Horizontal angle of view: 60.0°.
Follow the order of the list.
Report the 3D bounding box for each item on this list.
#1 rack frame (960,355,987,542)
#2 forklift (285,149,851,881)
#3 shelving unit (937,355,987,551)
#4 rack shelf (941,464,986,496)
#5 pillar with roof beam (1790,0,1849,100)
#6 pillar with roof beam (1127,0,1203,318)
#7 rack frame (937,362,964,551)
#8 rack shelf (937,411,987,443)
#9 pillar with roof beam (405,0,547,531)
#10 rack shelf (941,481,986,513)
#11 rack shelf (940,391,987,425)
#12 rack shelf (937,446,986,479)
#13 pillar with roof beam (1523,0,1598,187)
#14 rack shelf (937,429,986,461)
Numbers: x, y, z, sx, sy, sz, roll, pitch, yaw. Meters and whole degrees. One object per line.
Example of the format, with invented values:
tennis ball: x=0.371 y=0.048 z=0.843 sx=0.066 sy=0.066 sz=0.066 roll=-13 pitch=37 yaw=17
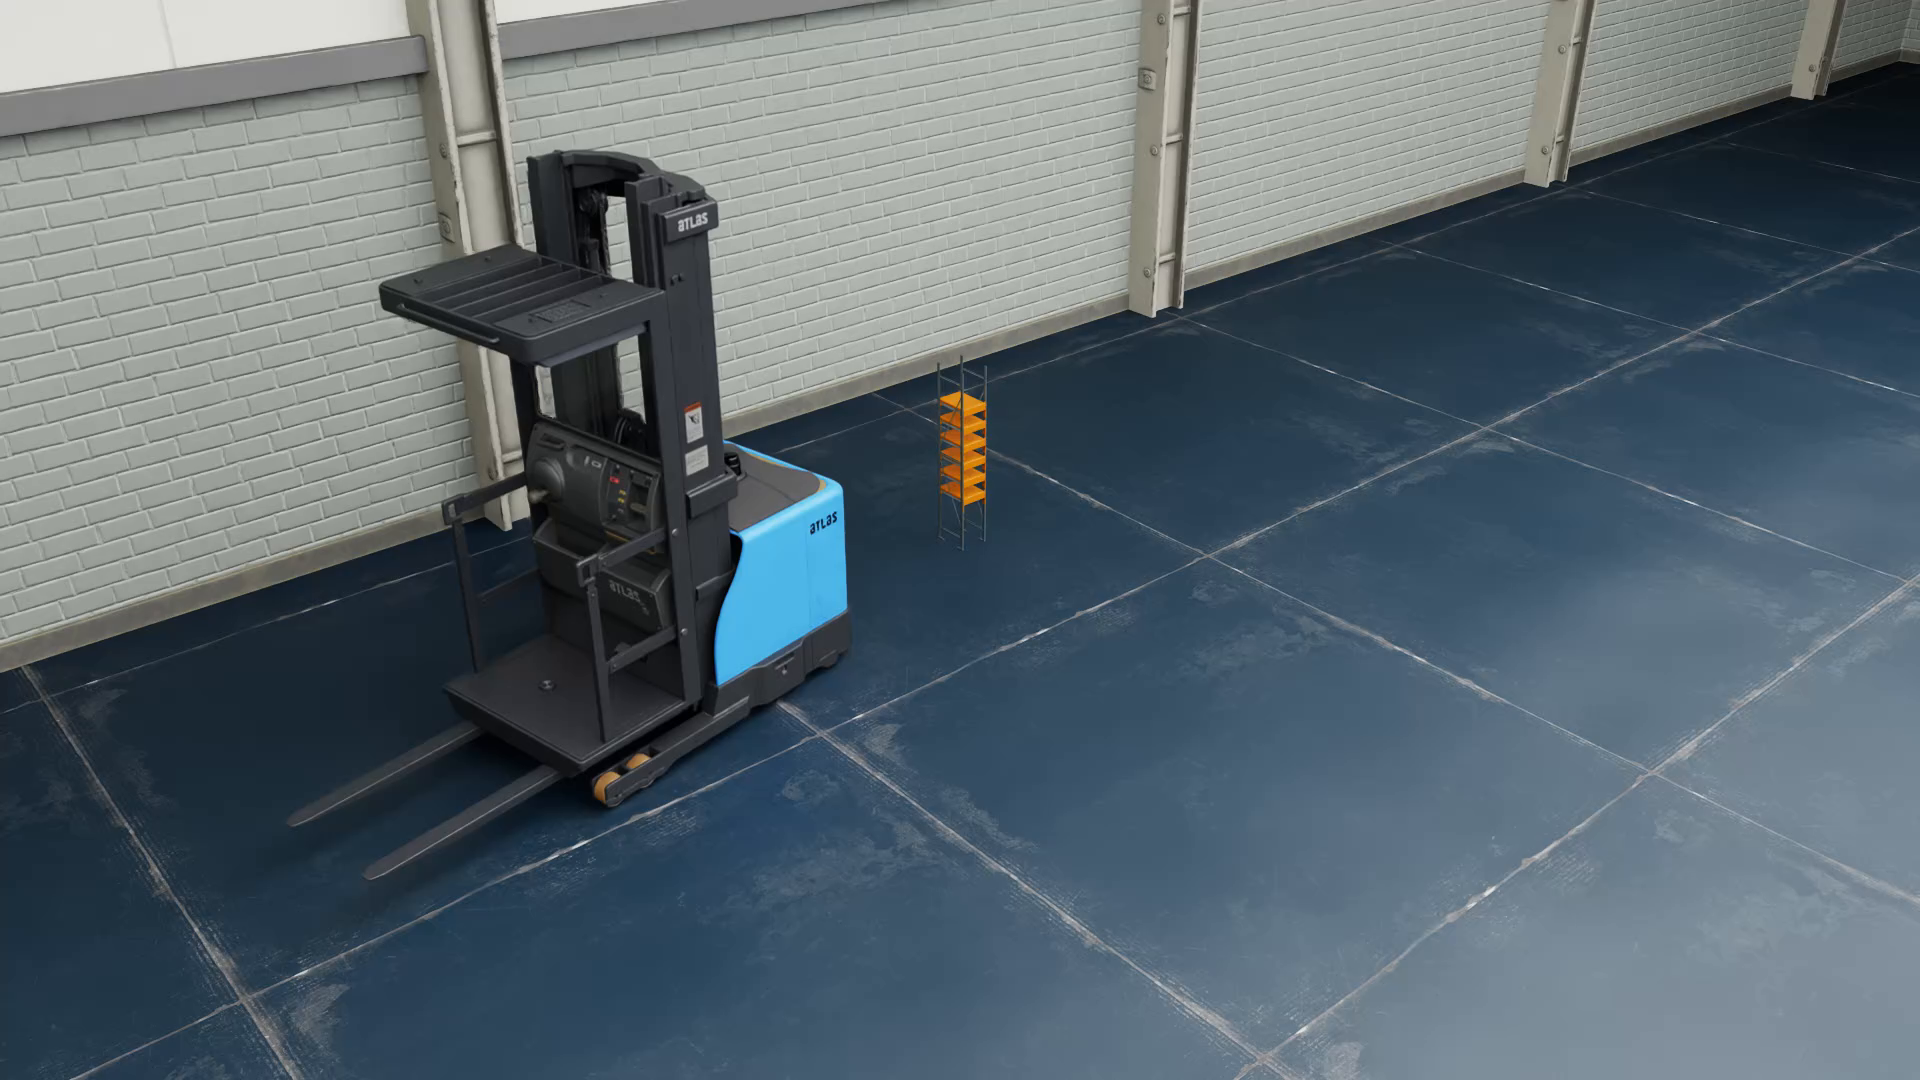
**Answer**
rack frame: x=0.081 y=-0.562 z=10.386 sx=0.006 sy=1.200 sz=0.240 roll=-22 pitch=35 yaw=-35
forklift: x=-1.923 y=-0.250 z=7.967 sx=1.130 sy=2.935 sz=3.031 roll=21 pitch=34 yaw=33
shelving unit: x=0.011 y=-0.534 z=10.334 sx=0.189 sy=1.200 sz=0.258 roll=-22 pitch=35 yaw=-35
rack shelf: x=0.011 y=-0.389 z=10.411 sx=0.180 sy=0.103 sz=0.258 roll=-22 pitch=35 yaw=-35
pillar with roof beam: x=13.605 y=-8.103 z=16.223 sx=0.400 sy=9.000 sz=9.100 roll=-22 pitch=35 yaw=-35
pillar with roof beam: x=4.476 y=-4.432 z=9.354 sx=0.400 sy=9.000 sz=9.100 roll=-22 pitch=35 yaw=-35
rack frame: x=-0.059 y=-0.506 z=10.281 sx=0.006 sy=1.200 sz=0.240 roll=-22 pitch=35 yaw=-35
rack shelf: x=0.011 y=-0.706 z=10.242 sx=0.180 sy=0.103 sz=0.258 roll=-22 pitch=35 yaw=-35
pillar with roof beam: x=-0.089 y=-2.597 z=5.919 sx=0.400 sy=9.000 sz=9.100 roll=-22 pitch=35 yaw=-35
rack shelf: x=0.011 y=-0.283 z=10.468 sx=0.180 sy=0.103 sz=0.258 roll=-22 pitch=35 yaw=-35
rack shelf: x=0.011 y=-0.812 z=10.185 sx=0.180 sy=0.103 sz=0.258 roll=-22 pitch=35 yaw=-35
rack shelf: x=0.011 y=-0.494 z=10.355 sx=0.180 sy=0.103 sz=0.258 roll=-22 pitch=35 yaw=-35
pillar with roof beam: x=9.040 y=-6.267 z=12.789 sx=0.400 sy=9.000 sz=9.100 roll=-22 pitch=35 yaw=-35
rack shelf: x=0.011 y=-0.600 z=10.298 sx=0.180 sy=0.103 sz=0.258 roll=-22 pitch=35 yaw=-35
